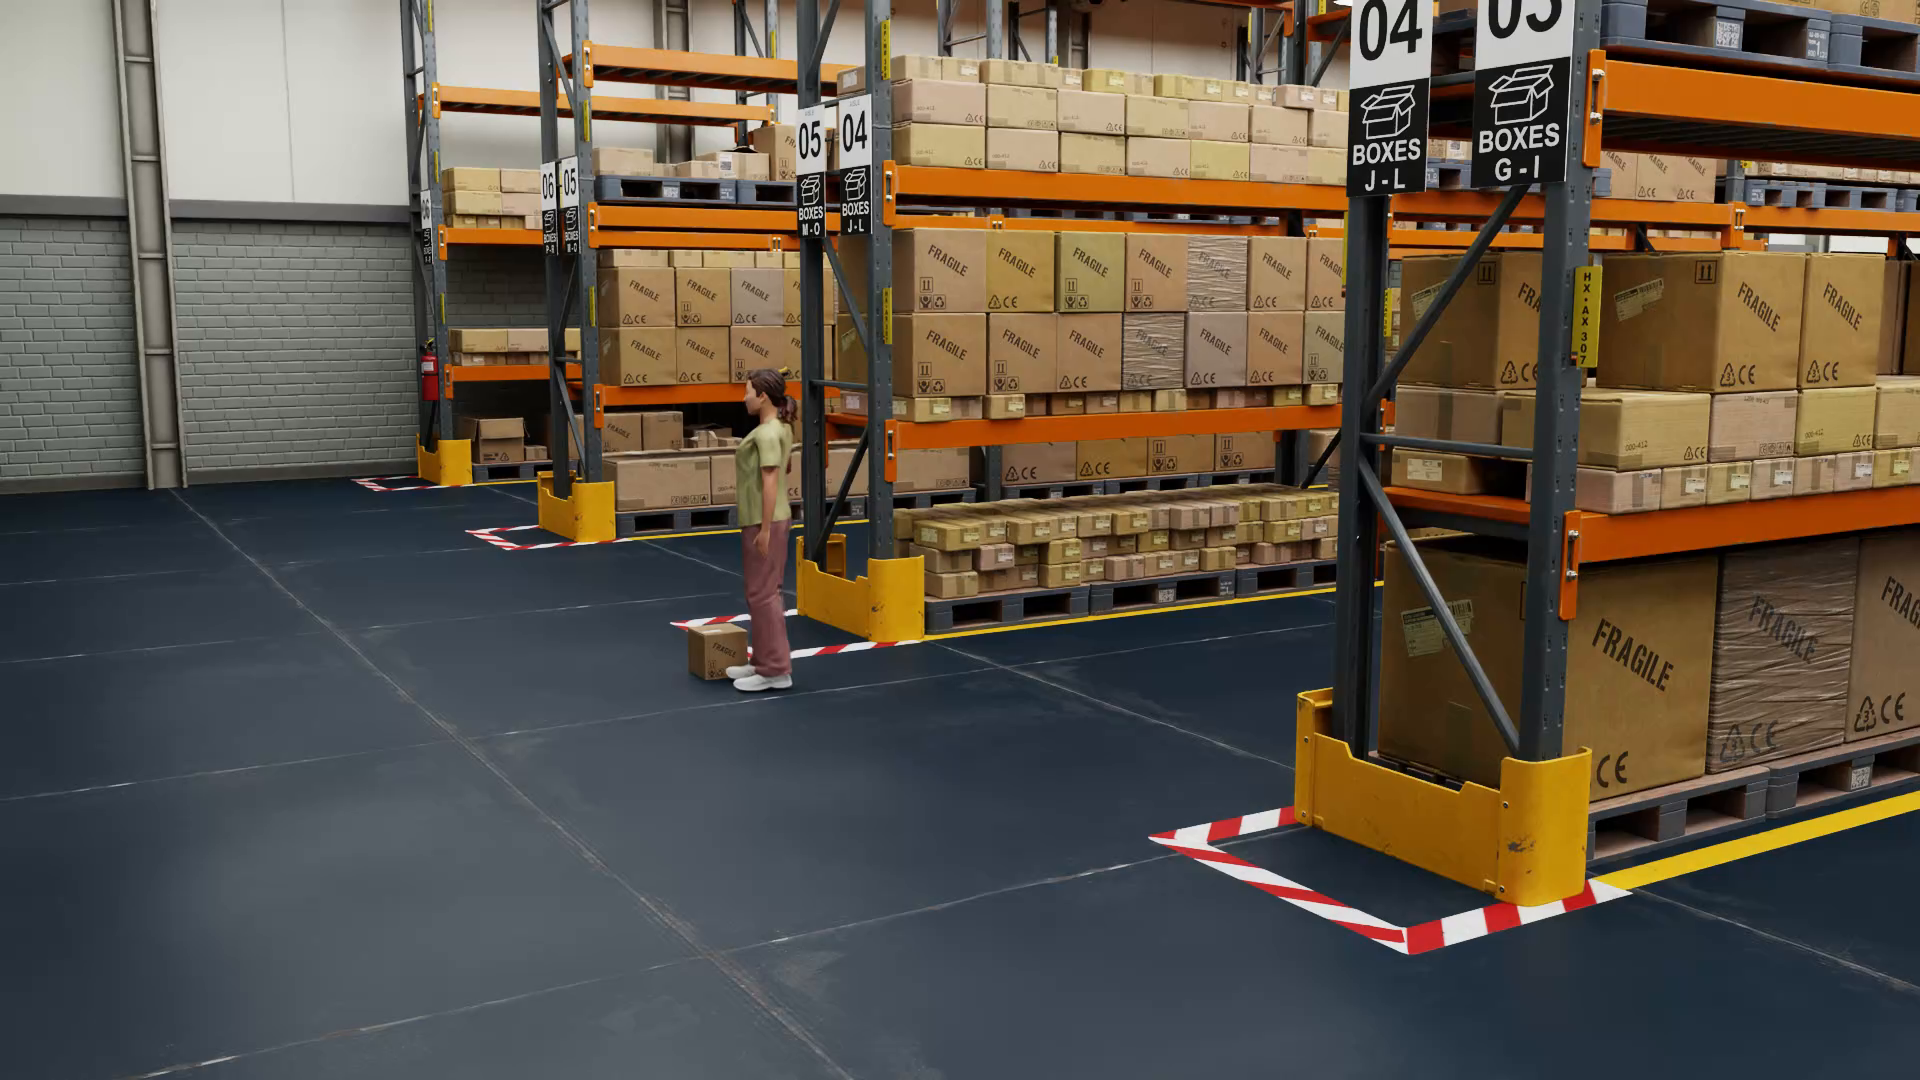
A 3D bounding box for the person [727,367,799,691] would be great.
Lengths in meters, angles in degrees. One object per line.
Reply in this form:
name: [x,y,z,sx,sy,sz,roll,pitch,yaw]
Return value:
person: [-1.045,-0.066,8.738,0.424,1.675,0.473,1,8,8]
